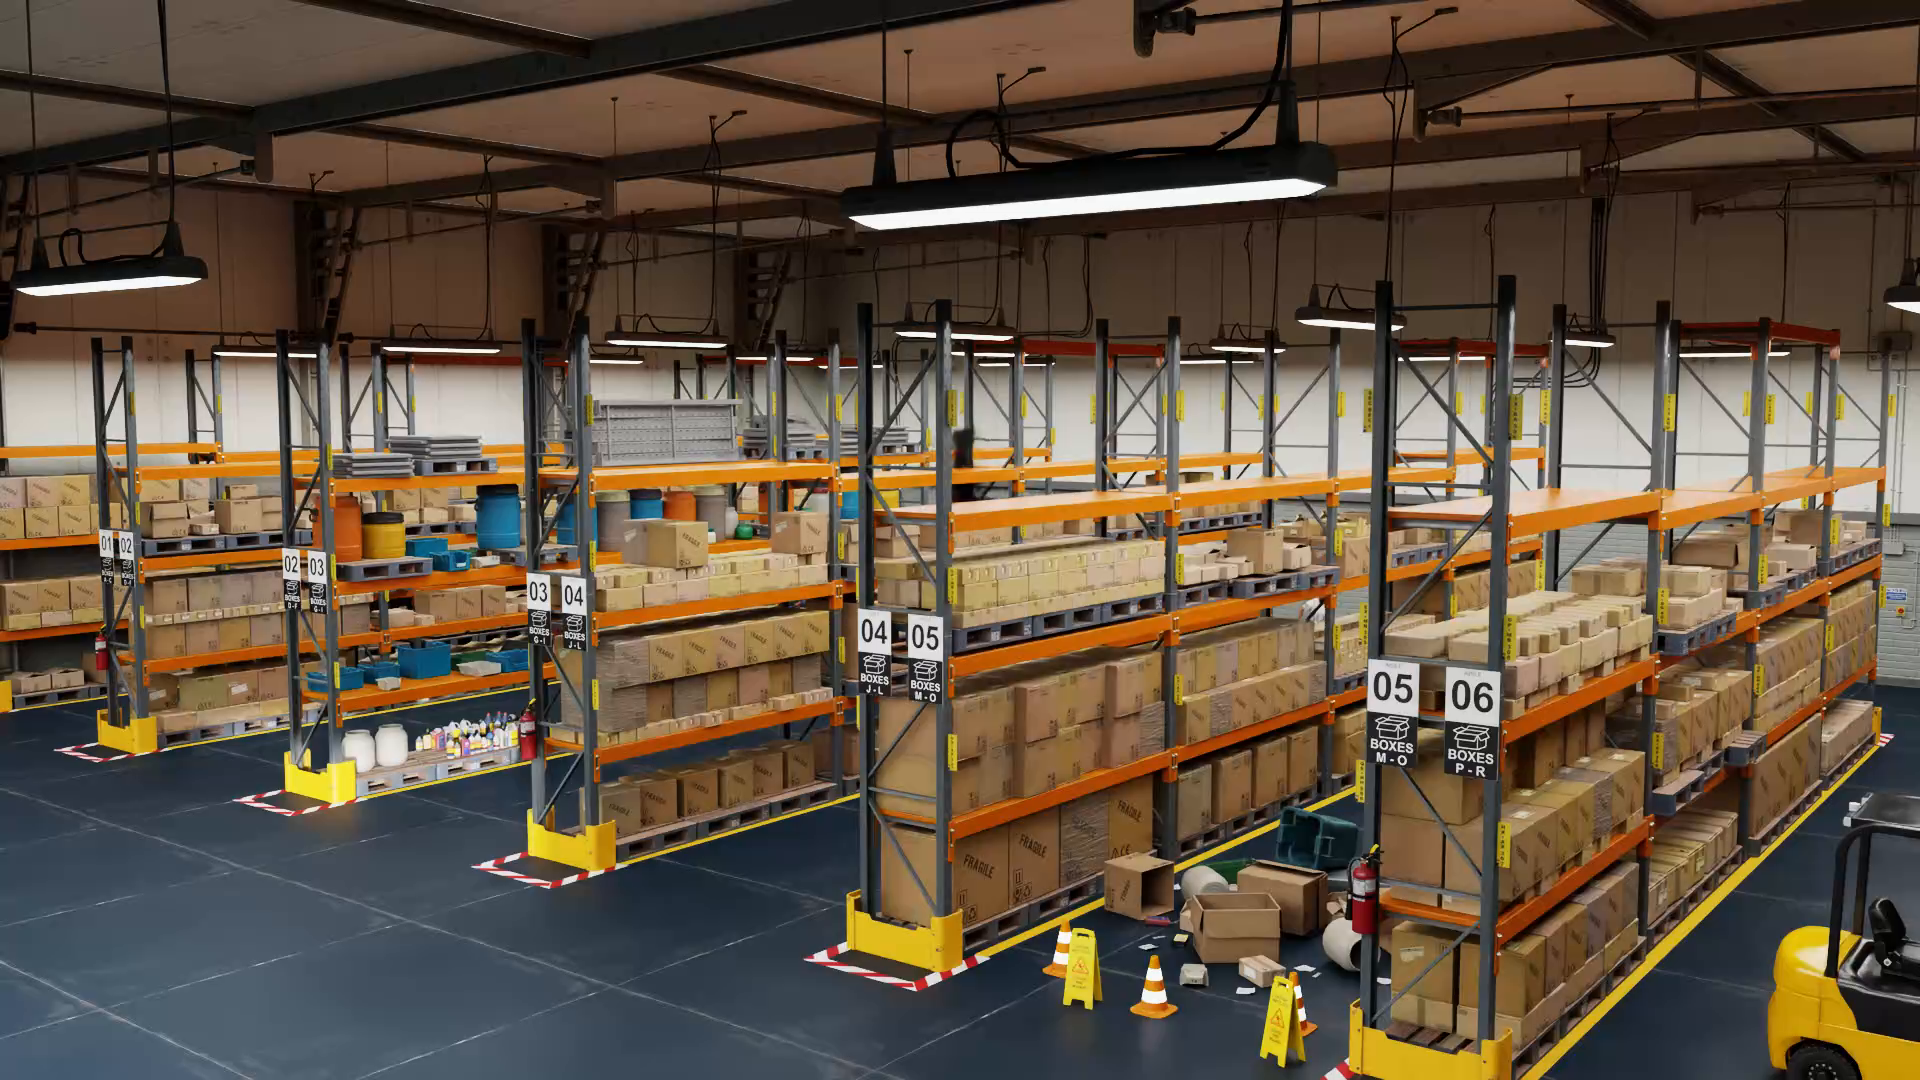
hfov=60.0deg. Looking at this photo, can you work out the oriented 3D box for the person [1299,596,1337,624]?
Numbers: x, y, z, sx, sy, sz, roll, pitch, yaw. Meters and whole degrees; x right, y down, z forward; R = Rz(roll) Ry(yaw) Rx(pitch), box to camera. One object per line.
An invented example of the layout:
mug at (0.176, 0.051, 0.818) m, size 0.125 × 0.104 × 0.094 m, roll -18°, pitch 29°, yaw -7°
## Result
person at (6.672, 1.678, 30.984) m, size 0.625 × 1.665 × 0.788 m, roll -1°, pitch 5°, yaw -16°
